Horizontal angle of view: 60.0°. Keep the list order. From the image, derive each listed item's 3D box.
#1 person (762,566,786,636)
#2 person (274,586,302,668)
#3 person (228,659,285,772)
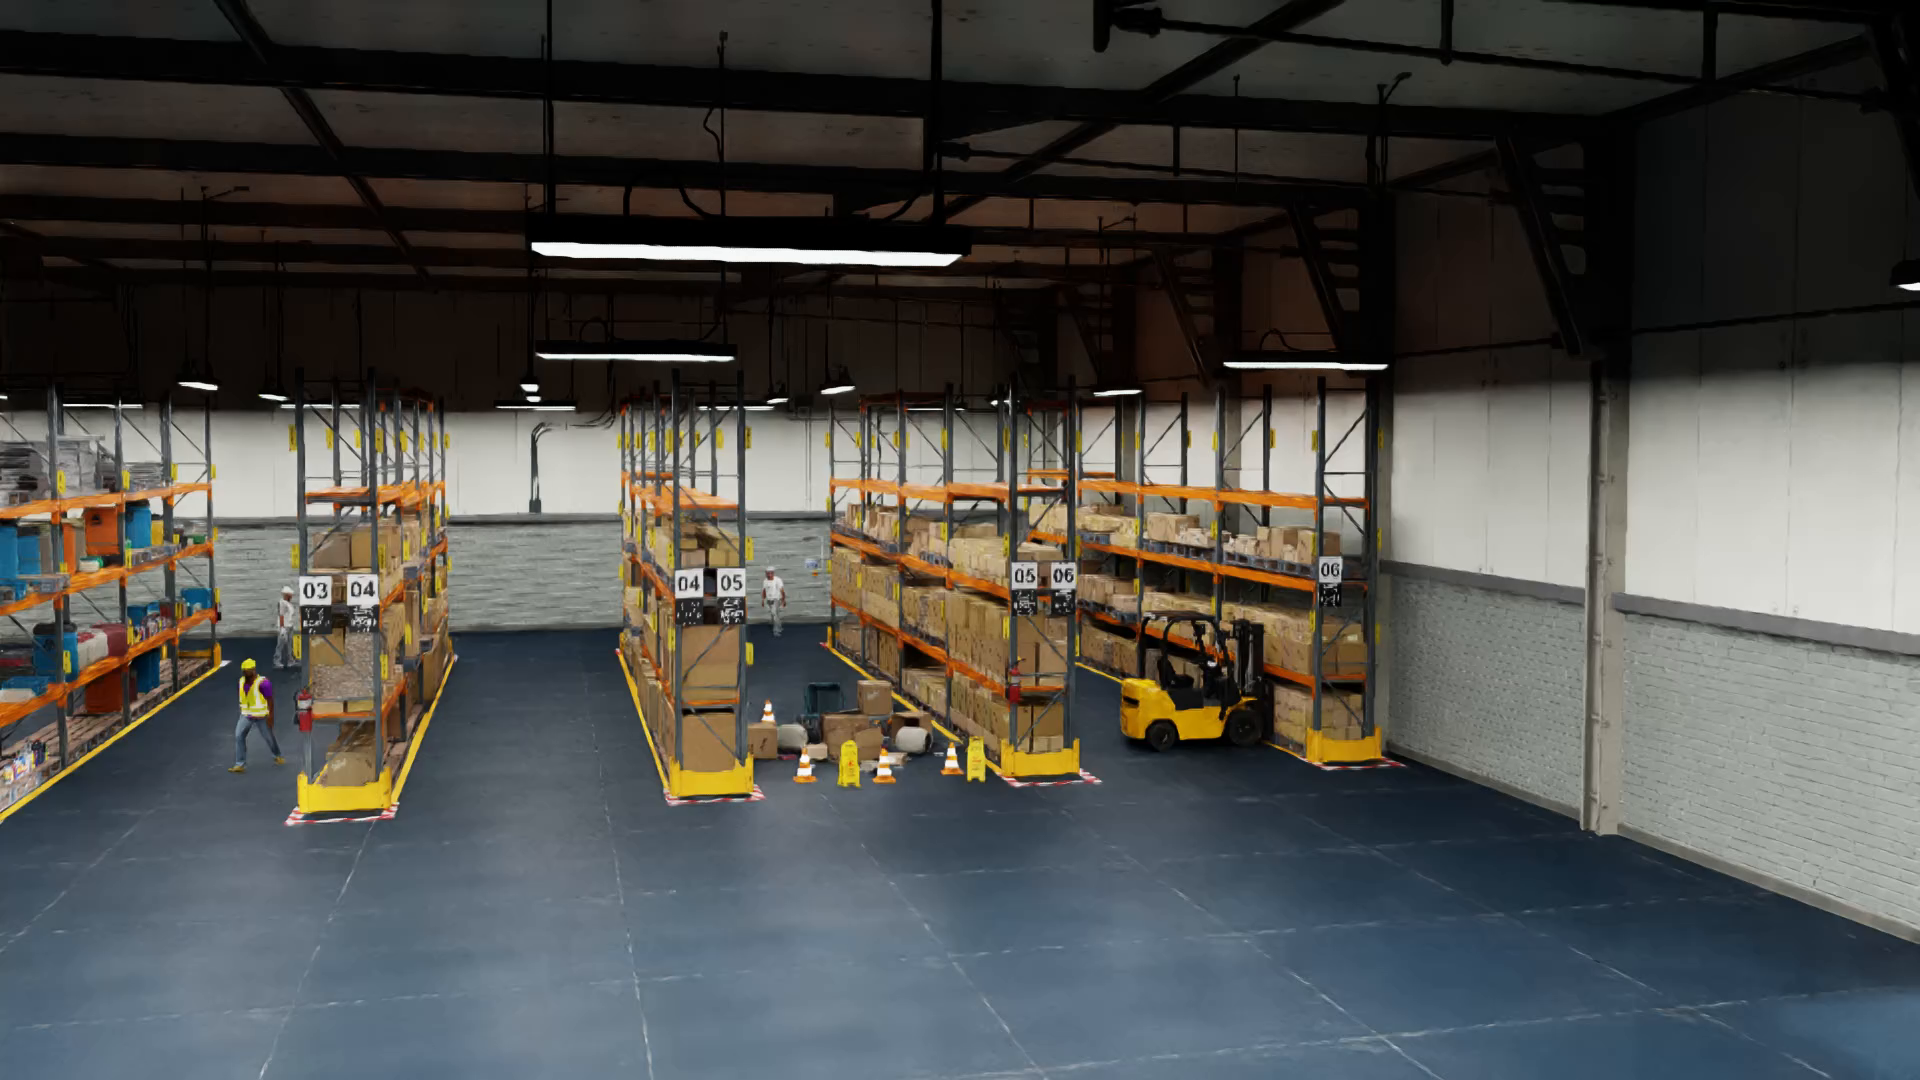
[{"bbox_3d":[-4.818,1.564,43.069,0.640,1.789,0.541,3,4,37],"label":"person"},{"bbox_3d":[-14.869,1.915,36.696,0.495,1.785,0.654,0,3,-7],"label":"person"},{"bbox_3d":[-10.708,2.645,25.298,0.616,1.712,0.970,0,3,7],"label":"person"}]
